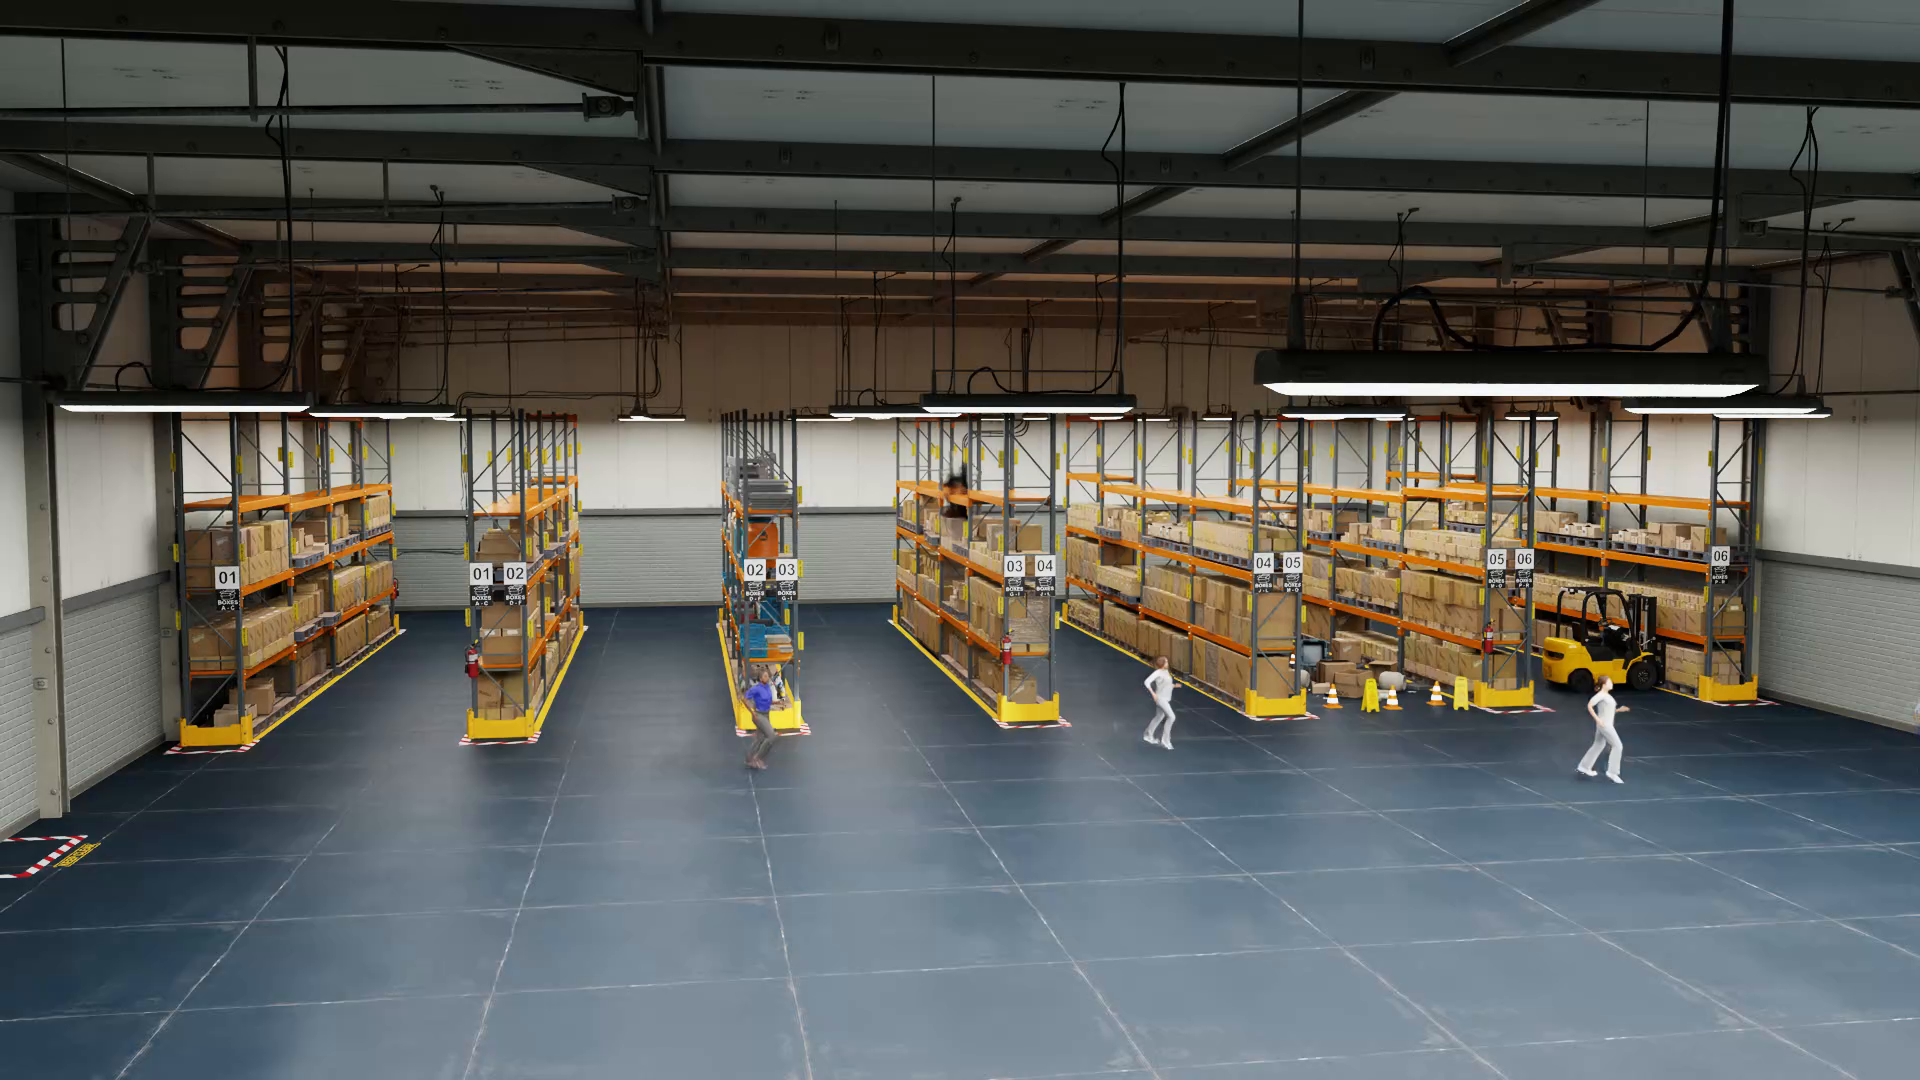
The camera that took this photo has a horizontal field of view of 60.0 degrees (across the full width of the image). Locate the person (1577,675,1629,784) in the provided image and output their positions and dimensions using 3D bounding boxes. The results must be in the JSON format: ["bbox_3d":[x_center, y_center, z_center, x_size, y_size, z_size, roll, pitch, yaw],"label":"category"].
[{"bbox_3d":[10.309,3.027,26.655,0.763,1.729,0.538,2,4,25],"label":"person"}]

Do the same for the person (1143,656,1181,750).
[{"bbox_3d":[3.566,2.873,29.386,0.711,1.644,0.504,2,4,24],"label":"person"}]

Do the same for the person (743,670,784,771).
[{"bbox_3d":[-3.254,2.989,27.611,0.673,1.675,0.549,1,4,18],"label":"person"}]
